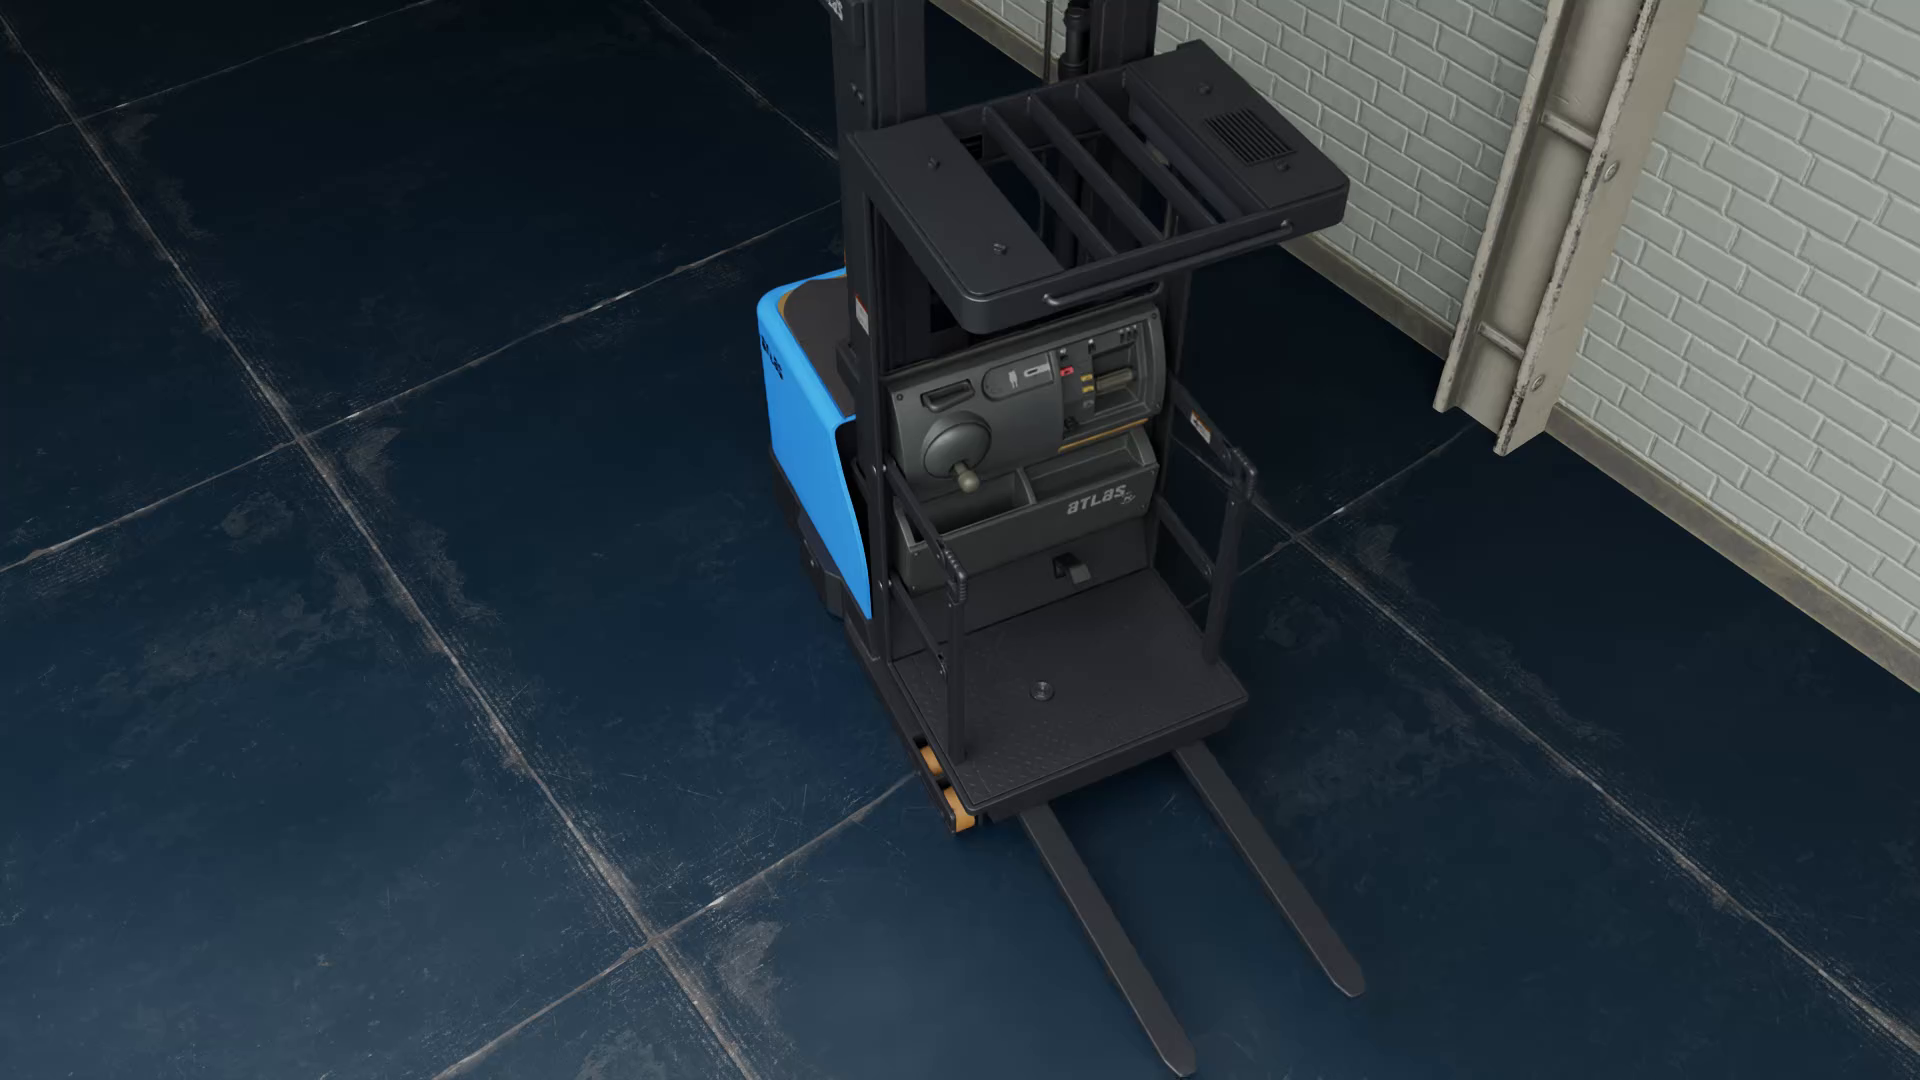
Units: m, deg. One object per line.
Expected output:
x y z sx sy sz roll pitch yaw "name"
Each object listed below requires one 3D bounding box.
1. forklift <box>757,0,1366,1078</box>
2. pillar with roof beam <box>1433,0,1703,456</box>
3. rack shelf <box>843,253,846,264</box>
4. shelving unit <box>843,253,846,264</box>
0.319 -0.341 5.080 1.130 2.935 3.031 -19 51 -17 "forklift"
-1.119 -1.630 2.152 9.100 9.000 0.400 -29 54 -24 "pillar with roof beam"
-0.300 -1.078 6.491 0.258 0.103 0.180 -19 51 -17 "rack shelf"
-0.300 -0.867 6.725 0.258 1.200 0.189 -19 51 -17 "shelving unit"
